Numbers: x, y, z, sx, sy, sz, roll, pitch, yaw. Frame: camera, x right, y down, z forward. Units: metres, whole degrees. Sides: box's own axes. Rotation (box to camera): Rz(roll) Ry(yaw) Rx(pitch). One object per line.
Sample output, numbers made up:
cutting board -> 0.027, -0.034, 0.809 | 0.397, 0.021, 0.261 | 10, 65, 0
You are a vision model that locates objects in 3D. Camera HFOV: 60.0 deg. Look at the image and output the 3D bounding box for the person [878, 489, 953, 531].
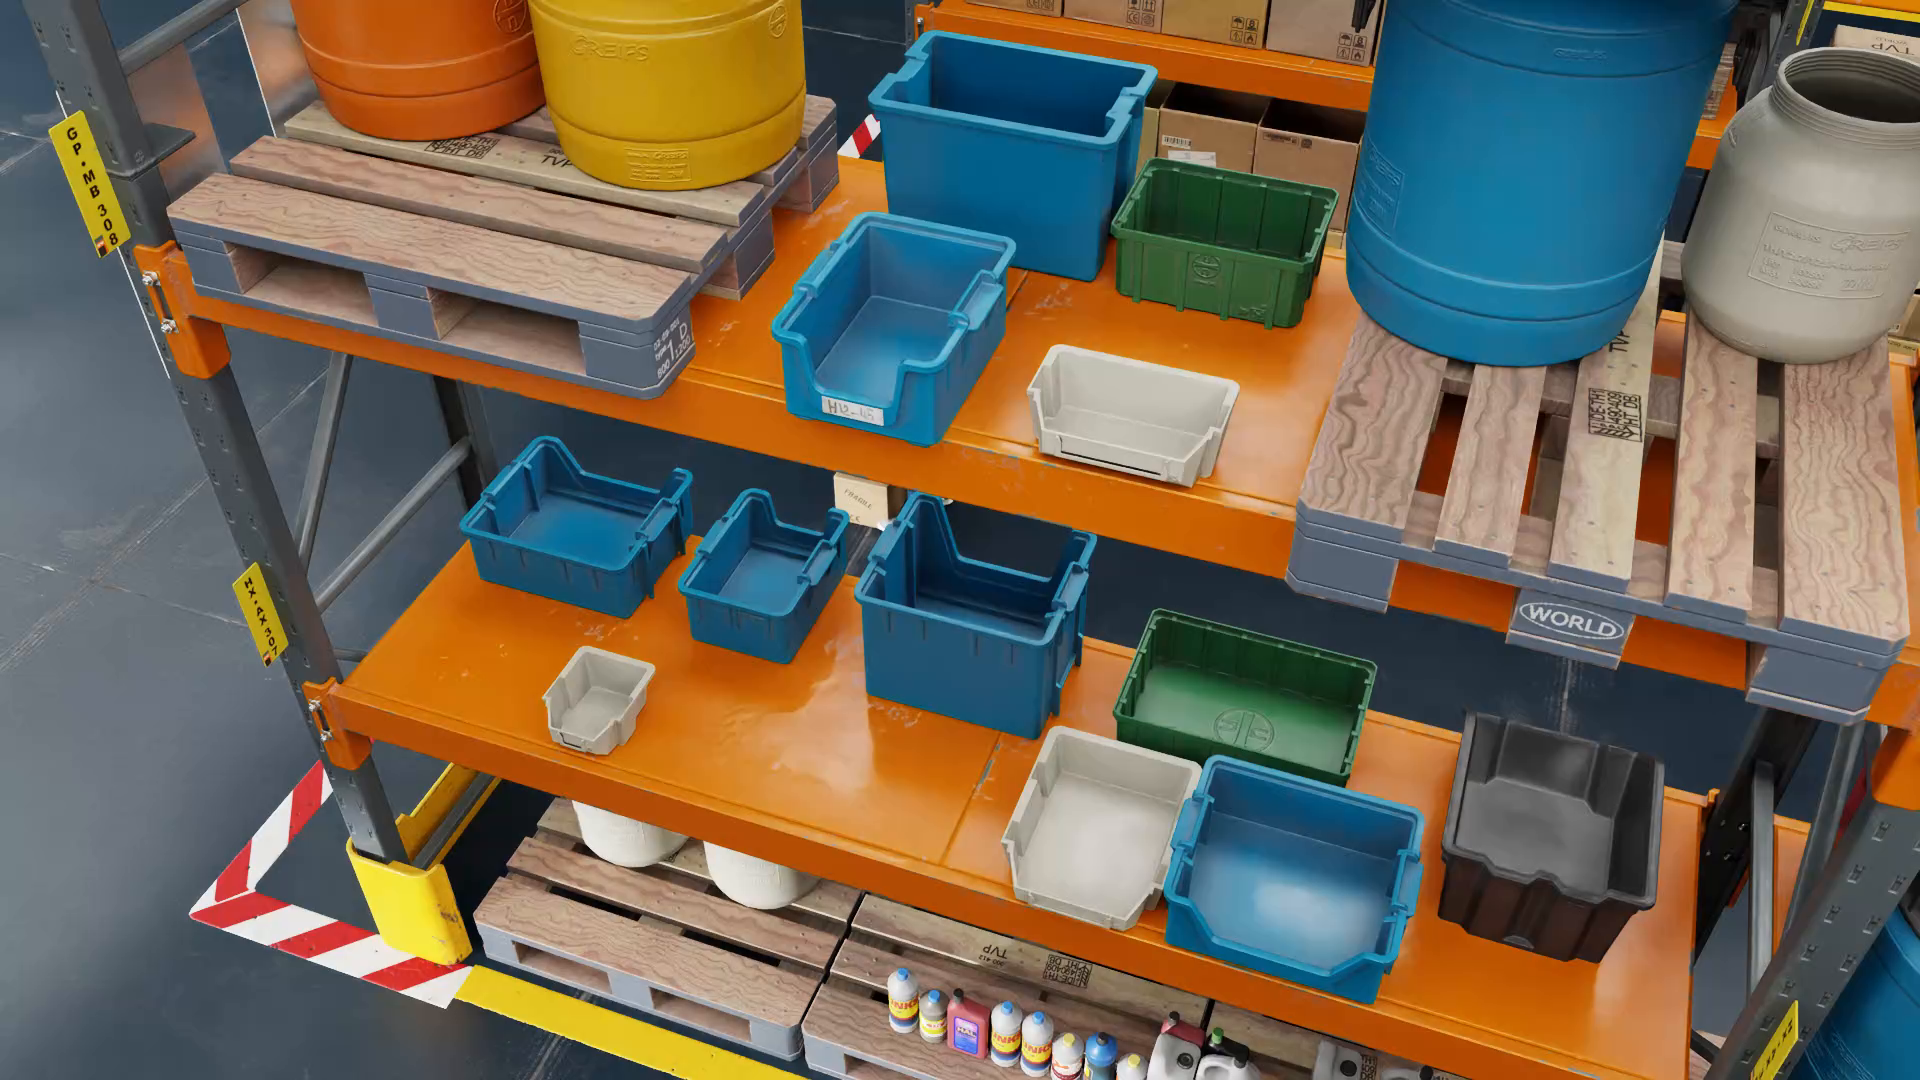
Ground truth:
person -> -0.173, -0.685, 6.926 | 0.340, 1.594, 0.483 | 12, 43, 13
